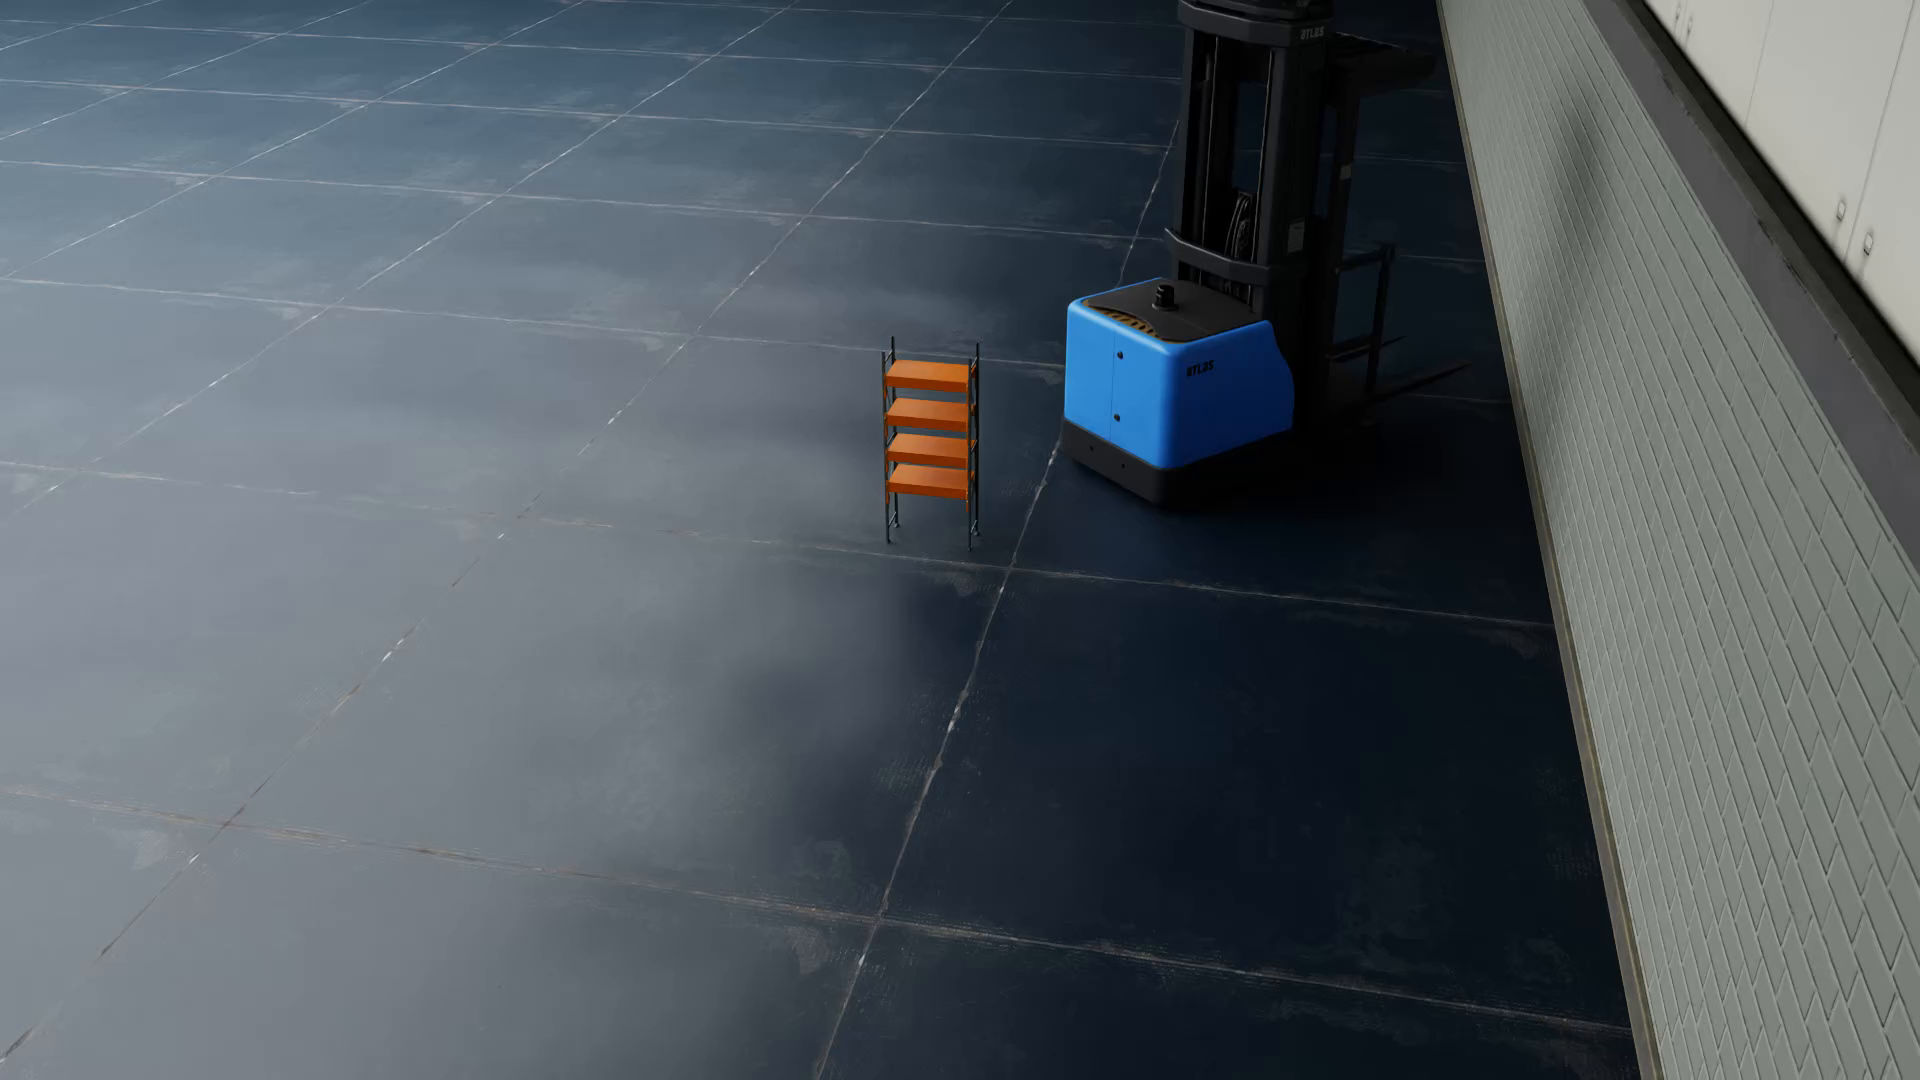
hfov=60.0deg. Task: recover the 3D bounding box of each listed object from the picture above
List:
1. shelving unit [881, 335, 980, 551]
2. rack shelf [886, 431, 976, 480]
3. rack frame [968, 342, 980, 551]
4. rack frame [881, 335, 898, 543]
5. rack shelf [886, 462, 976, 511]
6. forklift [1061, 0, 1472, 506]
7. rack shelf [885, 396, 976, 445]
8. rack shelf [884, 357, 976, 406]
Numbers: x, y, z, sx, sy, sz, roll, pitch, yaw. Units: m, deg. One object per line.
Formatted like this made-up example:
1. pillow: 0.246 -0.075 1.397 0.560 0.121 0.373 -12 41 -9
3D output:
1. shelving unit: -0.162 -0.543 9.492 0.503 1.200 0.258 6 29 11
2. rack shelf: -0.162 -0.484 9.525 0.480 0.148 0.258 6 29 11
3. rack frame: 0.077 -0.518 9.447 0.015 1.200 0.240 6 29 11
4. rack frame: -0.400 -0.567 9.537 0.015 1.200 0.240 6 29 11
5. rack shelf: -0.162 -0.310 9.620 0.480 0.148 0.258 6 29 11
6. forklift: 2.139 -2.035 10.415 3.031 2.935 1.130 -19 34 -31
7. rack shelf: -0.162 -0.680 9.417 0.480 0.148 0.258 6 29 11
8. rack shelf: -0.162 -0.888 9.303 0.480 0.148 0.258 6 29 11
